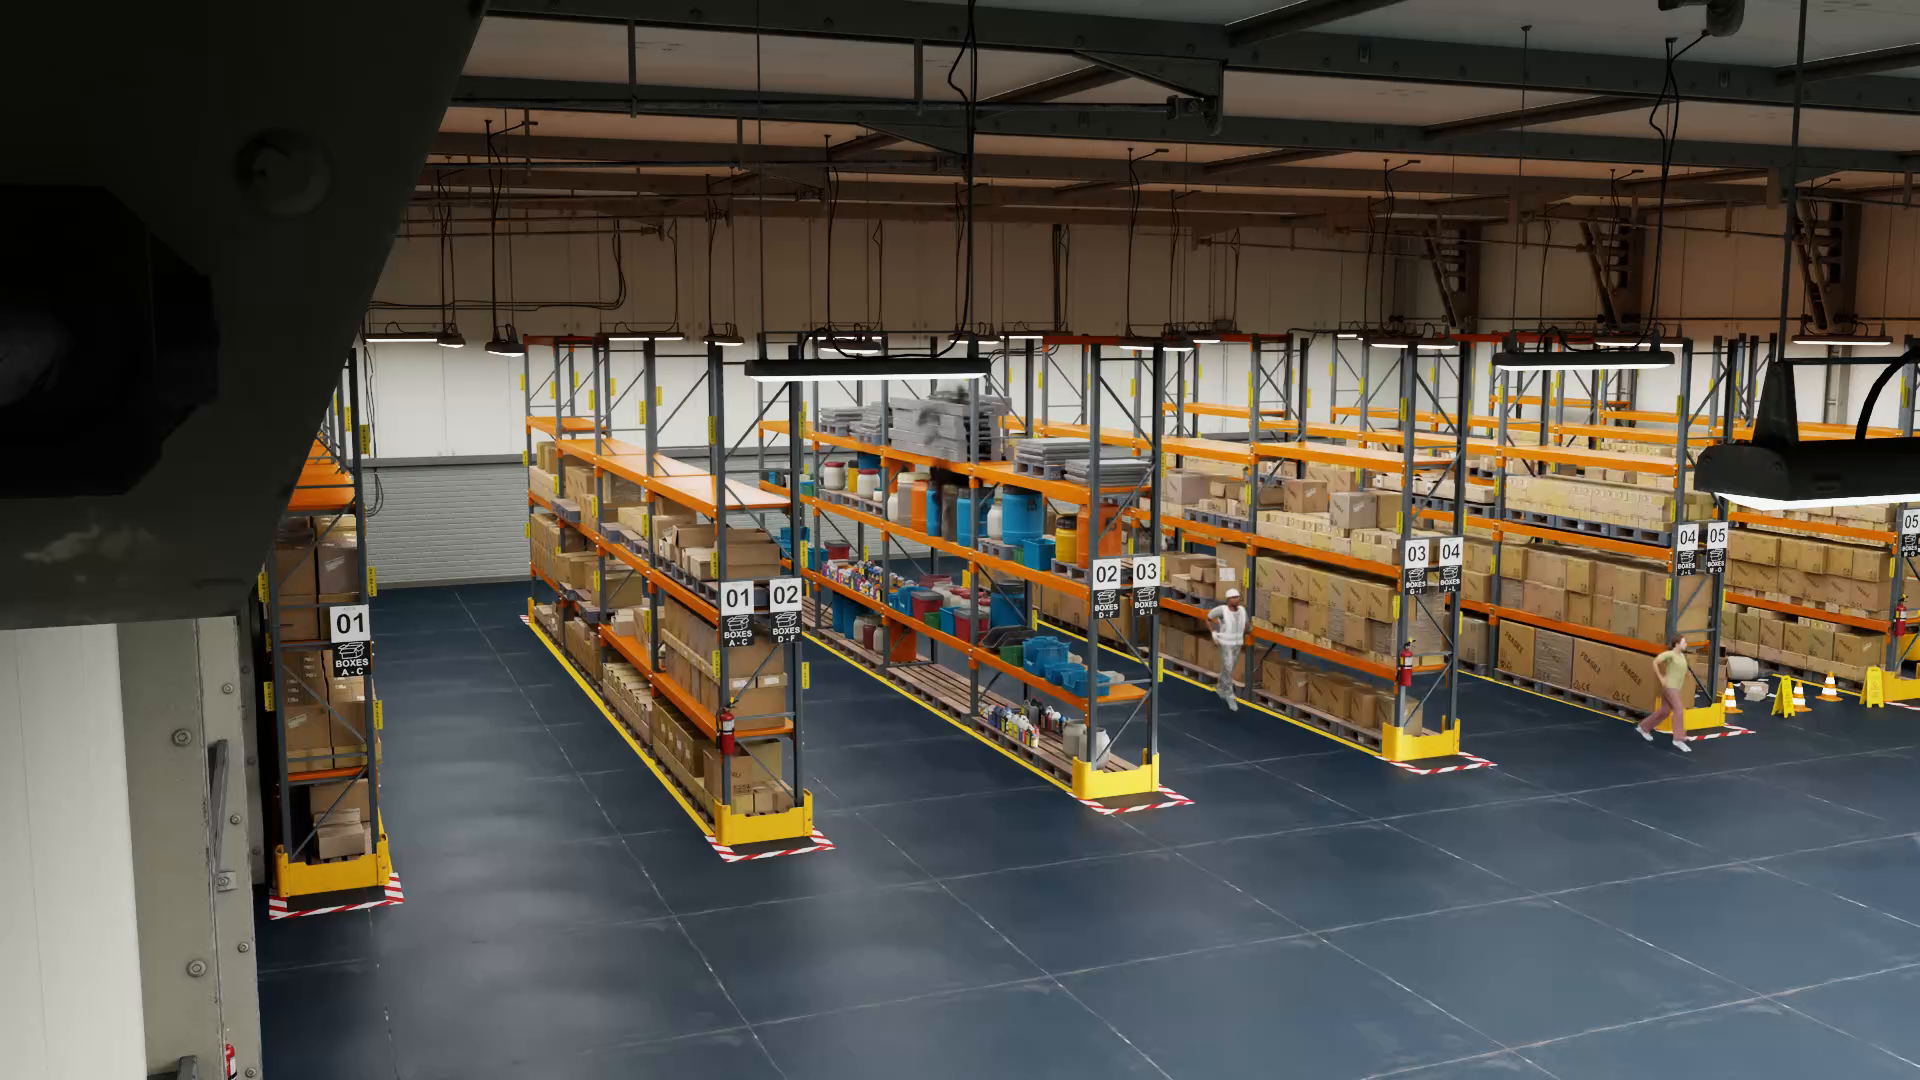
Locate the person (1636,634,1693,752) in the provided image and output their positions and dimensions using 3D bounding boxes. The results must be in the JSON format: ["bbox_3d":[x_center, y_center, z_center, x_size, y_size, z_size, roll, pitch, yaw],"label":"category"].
[{"bbox_3d":[10.600,2.230,24.781,0.890,1.679,0.591,7,11,44],"label":"person"}]

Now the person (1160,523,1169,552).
[{"bbox_3d":[4.507,0.464,37.867,0.588,1.736,0.920,-2,8,-18],"label":"person"}]

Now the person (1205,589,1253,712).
[{"bbox_3d":[4.268,1.700,26.162,0.659,1.891,0.769,-4,9,-29],"label":"person"}]
